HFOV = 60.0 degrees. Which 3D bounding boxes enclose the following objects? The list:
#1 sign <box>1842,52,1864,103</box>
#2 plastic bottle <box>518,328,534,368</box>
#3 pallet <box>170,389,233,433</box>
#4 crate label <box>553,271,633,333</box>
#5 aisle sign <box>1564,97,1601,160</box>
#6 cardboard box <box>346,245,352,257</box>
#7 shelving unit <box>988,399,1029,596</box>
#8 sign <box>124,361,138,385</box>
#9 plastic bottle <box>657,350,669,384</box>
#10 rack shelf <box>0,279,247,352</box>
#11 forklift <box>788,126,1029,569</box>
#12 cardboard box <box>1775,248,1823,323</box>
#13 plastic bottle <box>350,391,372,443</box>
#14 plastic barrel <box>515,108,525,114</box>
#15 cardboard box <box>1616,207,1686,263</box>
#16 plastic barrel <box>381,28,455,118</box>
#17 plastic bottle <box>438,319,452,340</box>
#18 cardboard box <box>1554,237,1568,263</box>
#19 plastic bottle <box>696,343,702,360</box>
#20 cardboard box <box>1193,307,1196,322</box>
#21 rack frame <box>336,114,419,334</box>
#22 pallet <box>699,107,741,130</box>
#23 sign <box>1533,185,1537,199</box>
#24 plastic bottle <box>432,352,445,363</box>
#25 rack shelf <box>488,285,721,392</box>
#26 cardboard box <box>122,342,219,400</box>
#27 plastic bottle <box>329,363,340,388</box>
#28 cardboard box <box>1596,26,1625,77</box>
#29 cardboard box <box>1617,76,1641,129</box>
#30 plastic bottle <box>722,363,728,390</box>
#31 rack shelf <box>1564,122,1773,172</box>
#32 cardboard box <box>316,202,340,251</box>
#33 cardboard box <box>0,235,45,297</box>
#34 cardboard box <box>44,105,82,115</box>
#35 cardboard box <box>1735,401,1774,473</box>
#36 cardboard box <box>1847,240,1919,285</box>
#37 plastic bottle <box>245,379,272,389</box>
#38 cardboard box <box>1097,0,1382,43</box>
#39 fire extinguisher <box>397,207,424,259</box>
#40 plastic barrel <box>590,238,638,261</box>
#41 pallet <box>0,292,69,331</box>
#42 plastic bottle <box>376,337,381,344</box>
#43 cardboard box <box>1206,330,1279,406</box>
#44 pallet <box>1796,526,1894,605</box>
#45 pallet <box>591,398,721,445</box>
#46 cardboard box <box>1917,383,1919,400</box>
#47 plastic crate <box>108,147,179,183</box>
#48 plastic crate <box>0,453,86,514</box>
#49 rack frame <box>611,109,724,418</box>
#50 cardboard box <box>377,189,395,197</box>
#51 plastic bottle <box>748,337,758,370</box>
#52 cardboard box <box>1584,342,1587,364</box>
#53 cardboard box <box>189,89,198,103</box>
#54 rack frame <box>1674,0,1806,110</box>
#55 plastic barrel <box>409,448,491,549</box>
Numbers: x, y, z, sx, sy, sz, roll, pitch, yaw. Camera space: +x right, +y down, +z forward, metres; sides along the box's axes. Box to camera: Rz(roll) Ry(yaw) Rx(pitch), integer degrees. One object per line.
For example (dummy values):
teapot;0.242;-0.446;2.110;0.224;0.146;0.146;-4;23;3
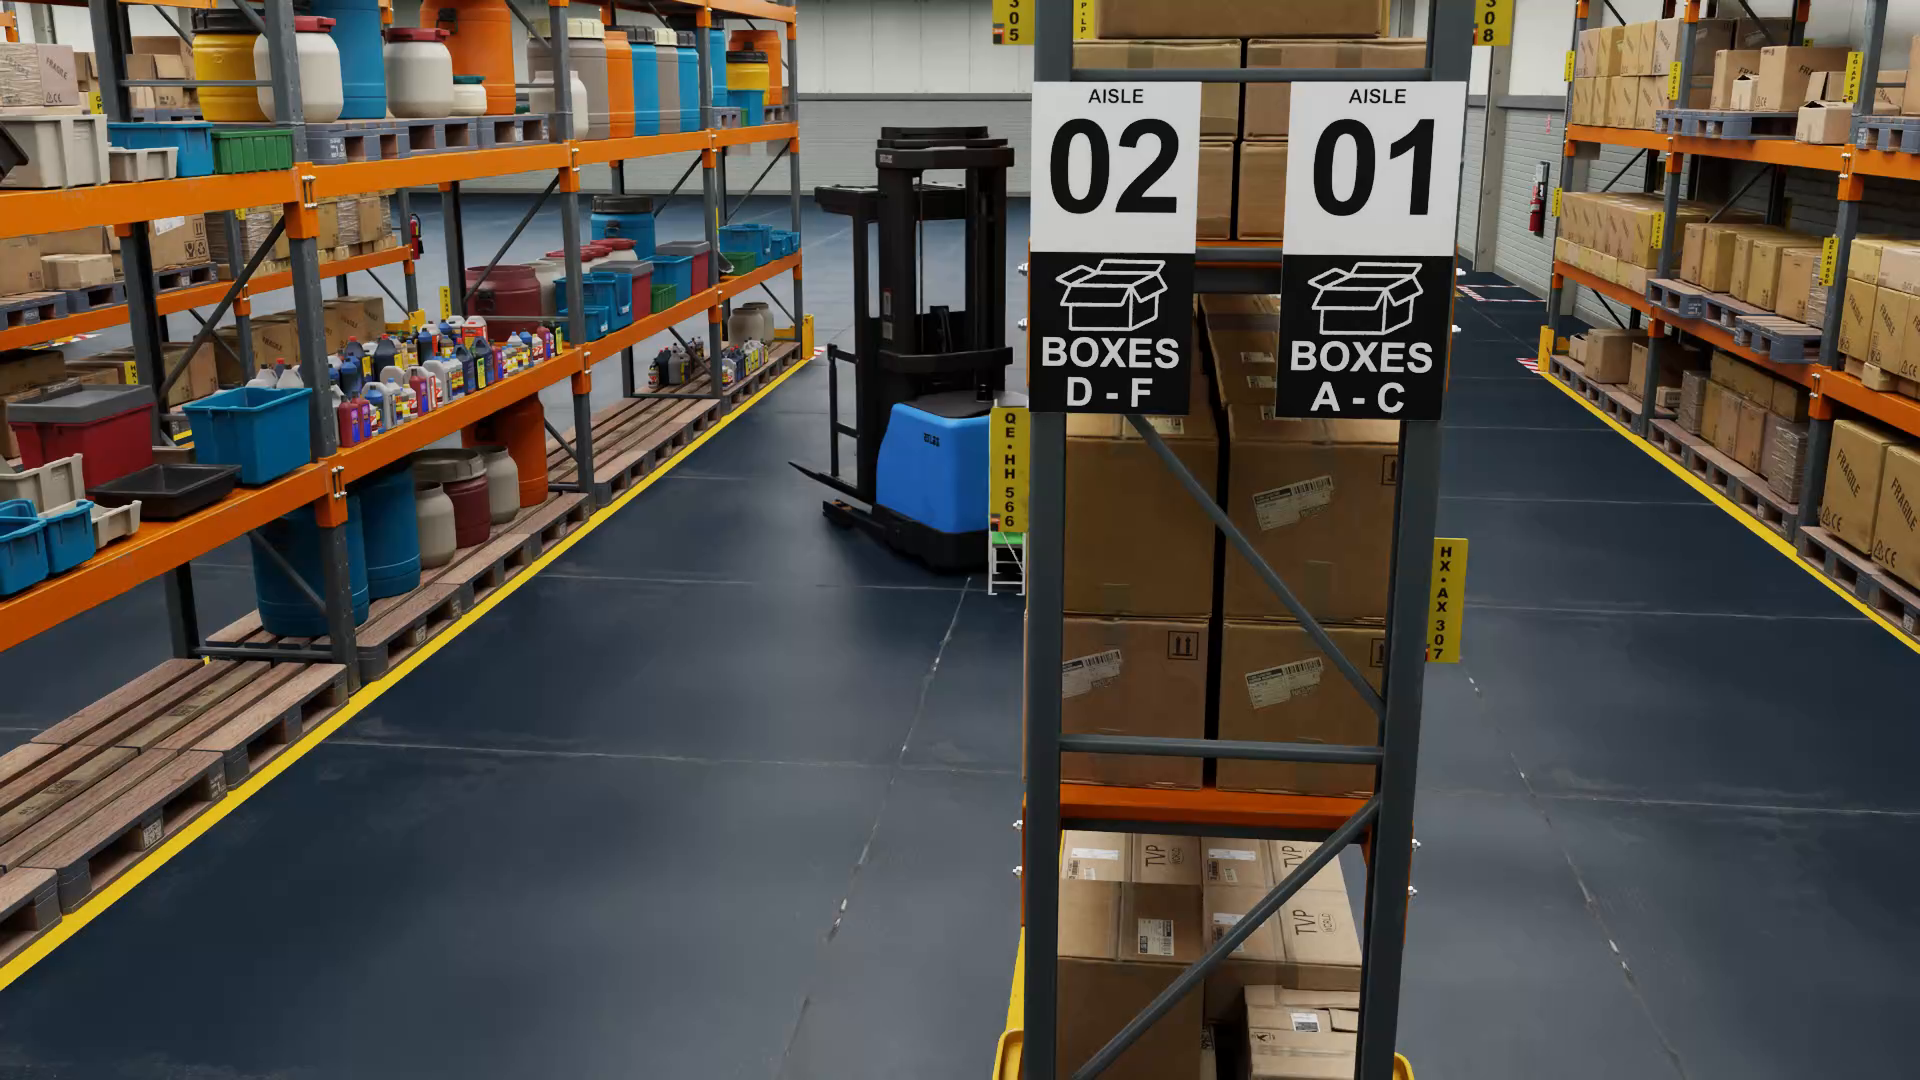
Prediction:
sign;5.964;-3.088;11.100;0.100;0.325;0.005;2;15;6
plastic bottle;-3.042;-1.347;11.643;0.097;0.271;0.097;0;15;0
pallet;-7.897;-1.301;16.571;1.003;0.211;1.213;2;15;6
crate label;-2.960;-1.933;13.496;0.502;0.435;0.616;2;15;6
aisle sign;7.115;-4.732;18.934;0.394;0.787;0.004;2;15;6
cardboard box;-7.312;-3.361;19.326;0.380;0.149;0.250;2;15;6
shelving unit;0.326;-0.284;10.915;0.258;1.200;0.503;1;15;4
sign;-4.339;-0.779;8.766;0.100;0.325;0.005;2;15;6
plastic bottle;-3.103;-1.813;17.351;0.144;0.351;0.185;1;15;5
rack shelf;-8.037;-1.983;15.129;1.077;0.370;4.000;2;15;6
forklift;-0.384;-1.556;12.301;1.130;2.935;3.031;-8;17;-29
cardboard box;6.582;-1.903;12.419;0.700;0.500;0.500;0;15;1
plastic bottle;-3.312;-0.690;9.189;0.061;0.283;0.133;2;15;6
plastic barrel;-3.364;-3.105;12.448;0.294;0.245;0.294;0;15;0
cardboard box;6.751;-2.972;16.220;0.500;0.500;0.500;2;15;6
plastic barrel;-3.391;-2.918;10.396;0.433;0.535;0.433;0;15;0
plastic bottle;-3.751;-1.472;12.106;0.097;0.271;0.097;0;15;0
cardboard box;7.035;-3.269;18.755;0.500;0.250;0.500;1;15;5
plastic bottle;-2.964;-2.115;18.754;0.097;0.201;0.097;0;15;0
cardboard box;0.738;-0.765;7.138;0.500;0.500;0.500;1;15;5
rack frame;-7.360;-3.887;20.790;1.000;3.000;0.127;2;15;6
pallet;-2.905;-4.250;16.750;1.213;0.211;1.003;2;15;6
sign;9.344;-5.596;27.041;0.001;0.329;0.234;2;15;6
plastic bottle;-3.312;-1.060;10.581;0.097;0.271;0.097;0;15;0
rack shelf;-3.115;-1.838;14.590;1.077;0.370;4.000;2;15;6
cardboard box;-7.902;-1.697;16.636;0.700;0.500;0.500;1;15;2
plastic bottle;-3.830;-0.940;10.138;0.097;0.271;0.097;0;15;0
cardboard box;6.967;-5.083;17.322;0.500;0.500;0.500;2;15;8
cardboard box;6.860;-4.332;16.458;0.500;0.500;0.500;1;15;4
plastic bottle;-2.418;-1.669;16.971;0.097;0.271;0.097;0;15;0
rack shelf;7.180;-4.031;16.956;1.077;0.370;4.000;2;15;6
cardboard box;-7.554;-3.546;18.768;0.875;0.500;0.500;2;15;6
cardboard box;-8.278;-2.352;14.118;0.700;0.500;0.500;4;16;15
cardboard box;-7.850;-3.569;14.154;0.500;0.250;0.500;2;15;7
cardboard box;6.734;-0.828;13.424;0.700;0.500;0.500;2;15;6
cardboard box;6.192;-1.820;10.911;0.500;0.250;0.500;2;15;8
plastic bottle;-4.028;-0.775;9.521;0.152;0.276;0.135;2;15;6
cardboard box;0.719;-1.557;4.320;0.700;0.500;0.500;2;15;6
fire extinguisher;-6.889;-3.866;20.860;0.296;0.674;0.183;2;15;6
plastic barrel;-3.216;-2.528;15.502;0.433;0.535;0.433;0;15;0
pallet;-8.288;-1.907;13.837;1.213;0.211;1.003;2;15;6
plastic bottle;-3.887;-1.209;11.109;0.061;0.283;0.133;2;15;6
cardboard box;1.159;-0.480;6.083;0.500;0.500;0.500;2;15;6
pallet;6.339;0.174;11.114;1.003;0.211;1.213;2;15;6
pallet;-2.940;-1.153;16.020;1.003;0.211;1.213;2;15;6
cardboard box;6.158;-0.916;10.247;0.380;0.149;0.250;2;15;7
plastic crate;-3.558;-1.608;7.122;0.293;0.136;0.466;2;15;6
plastic crate;-4.148;-0.210;7.304;0.437;0.282;0.530;2;15;6
rack frame;-2.890;-2.704;16.414;1.000;3.000;0.127;2;15;6
cardboard box;-7.176;-4.412;20.053;0.500;0.500;0.500;2;15;6
plastic bottle;-2.296;-2.042;18.199;0.144;0.351;0.185;2;15;9
cardboard box;7.174;-2.039;18.264;0.500;0.311;0.500;3;15;11
cardboard box;-7.941;-4.577;17.119;0.380;0.149;0.250;2;15;7
rack frame;6.954;-5.308;14.552;1.000;3.000;0.127;2;15;6
plastic barrel;-3.507;-0.285;11.283;0.600;0.588;0.708;2;15;6
